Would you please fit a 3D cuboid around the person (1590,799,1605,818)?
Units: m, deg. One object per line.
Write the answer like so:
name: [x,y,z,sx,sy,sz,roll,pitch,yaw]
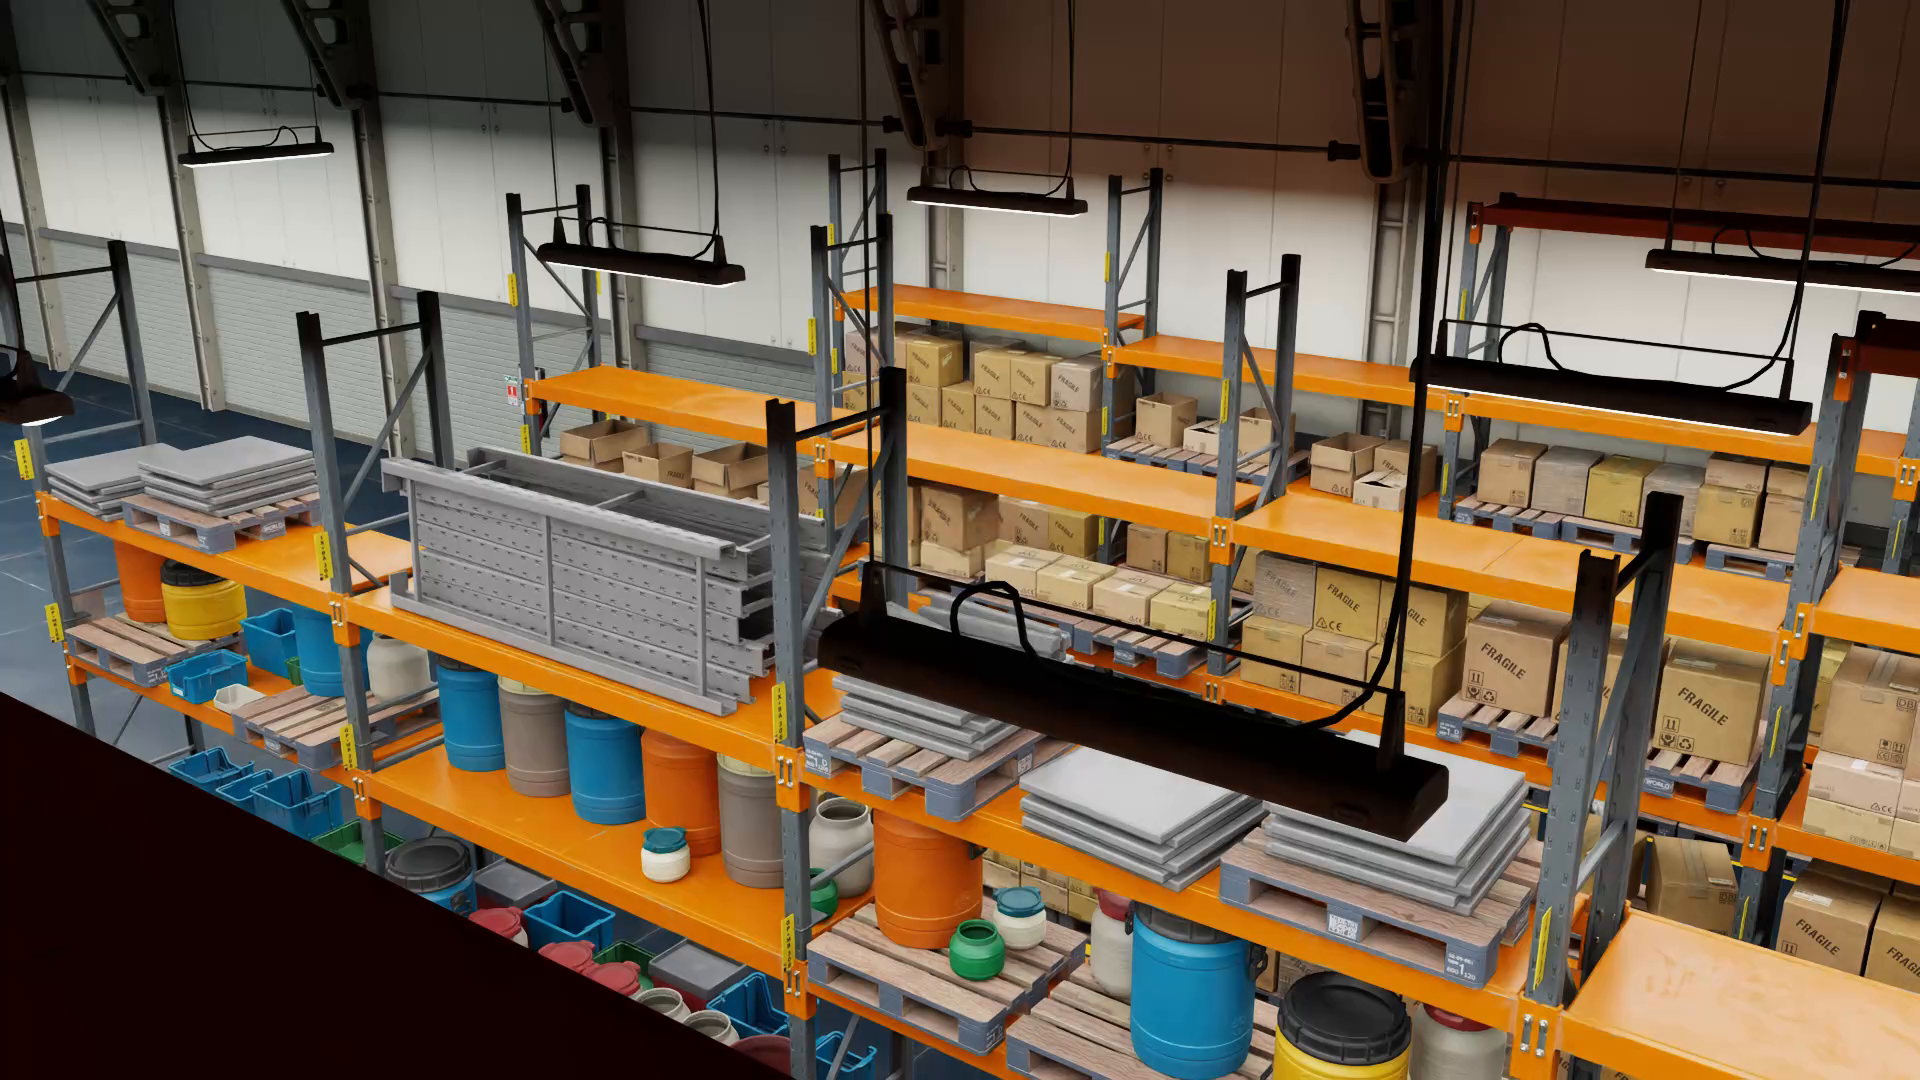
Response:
person: [5.452,2.627,14.510,0.573,1.756,0.528,-9,20,-24]
